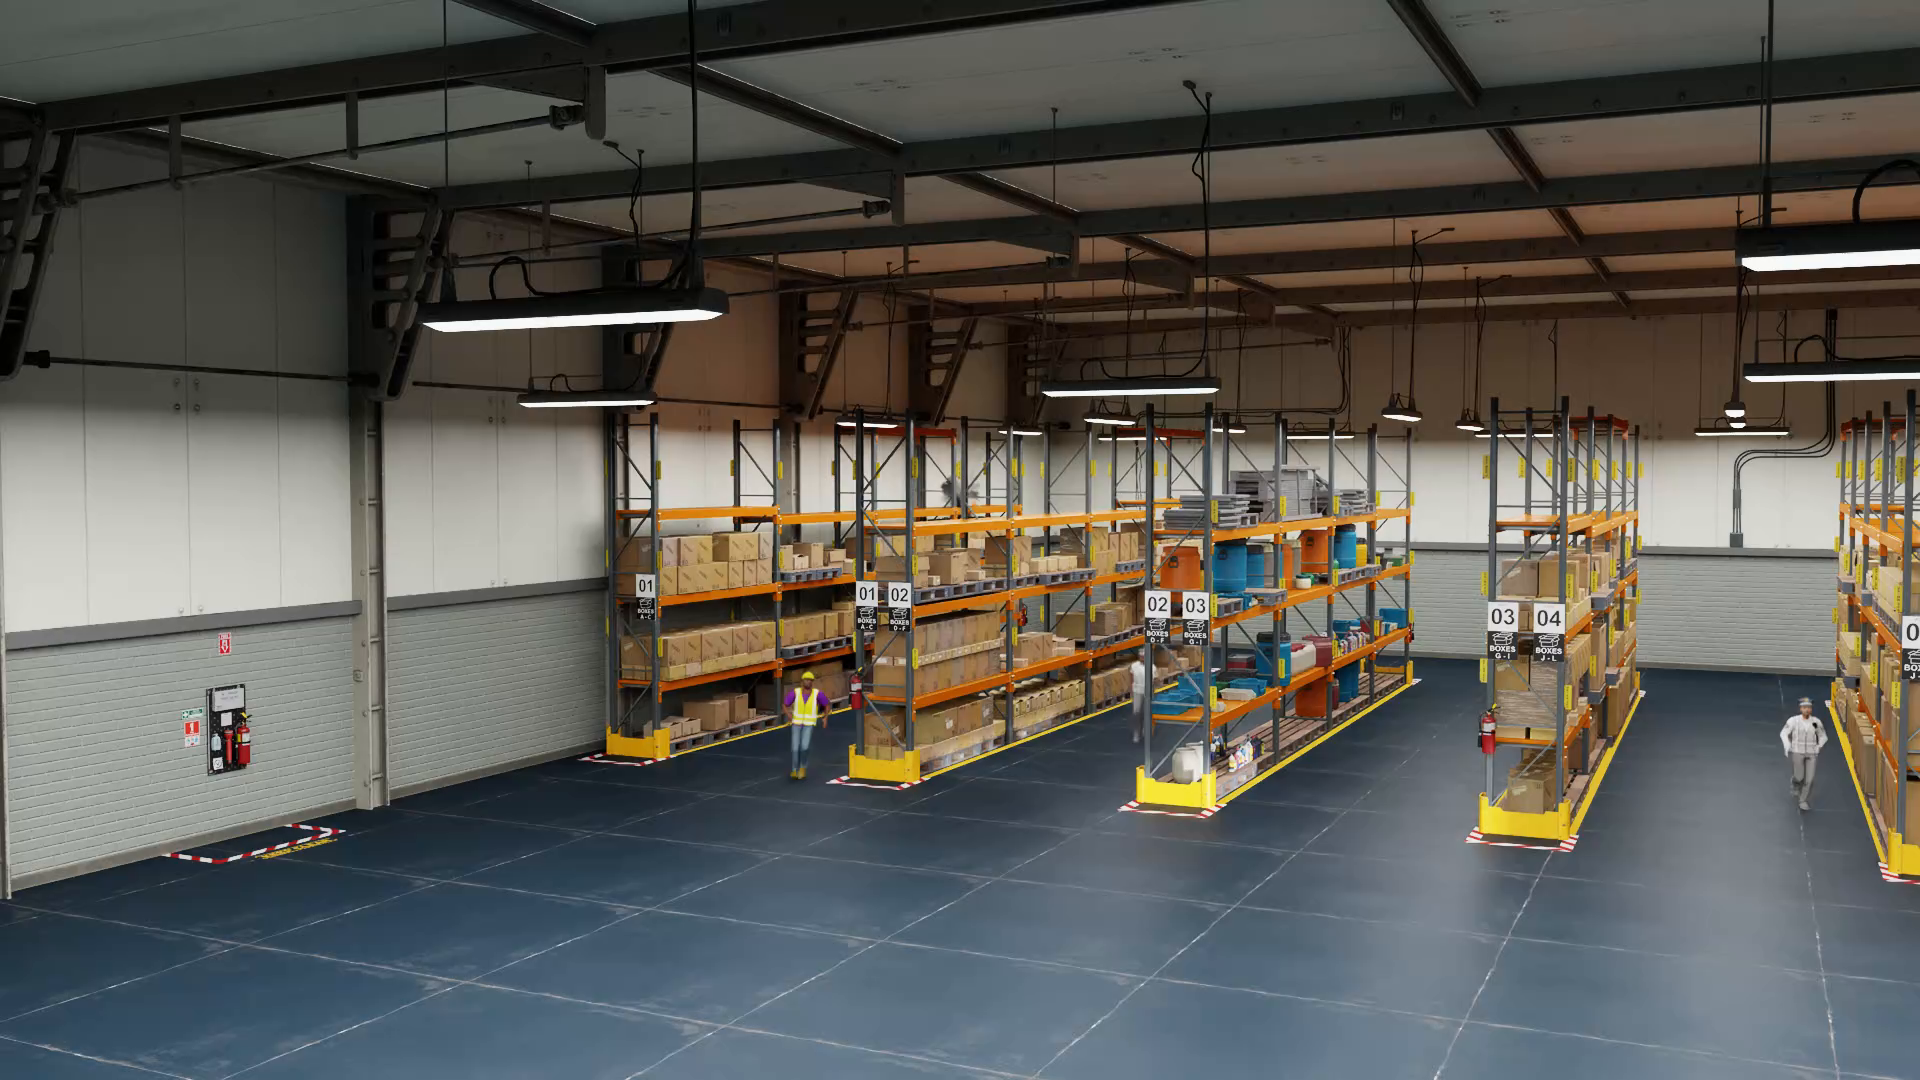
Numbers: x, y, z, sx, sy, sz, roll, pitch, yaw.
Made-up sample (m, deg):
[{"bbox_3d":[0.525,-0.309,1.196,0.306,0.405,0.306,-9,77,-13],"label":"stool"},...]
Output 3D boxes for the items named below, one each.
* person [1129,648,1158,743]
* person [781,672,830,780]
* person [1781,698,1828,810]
[{"bbox_3d":[3.391,2.867,30.786,0.560,1.759,0.783,0,2,12],"label":"person"},{"bbox_3d":[-2.512,3.005,26.919,0.779,1.738,0.598,0,2,0],"label":"person"},{"bbox_3d":[12.491,3.149,24.593,0.618,1.653,0.550,1,3,19],"label":"person"}]
